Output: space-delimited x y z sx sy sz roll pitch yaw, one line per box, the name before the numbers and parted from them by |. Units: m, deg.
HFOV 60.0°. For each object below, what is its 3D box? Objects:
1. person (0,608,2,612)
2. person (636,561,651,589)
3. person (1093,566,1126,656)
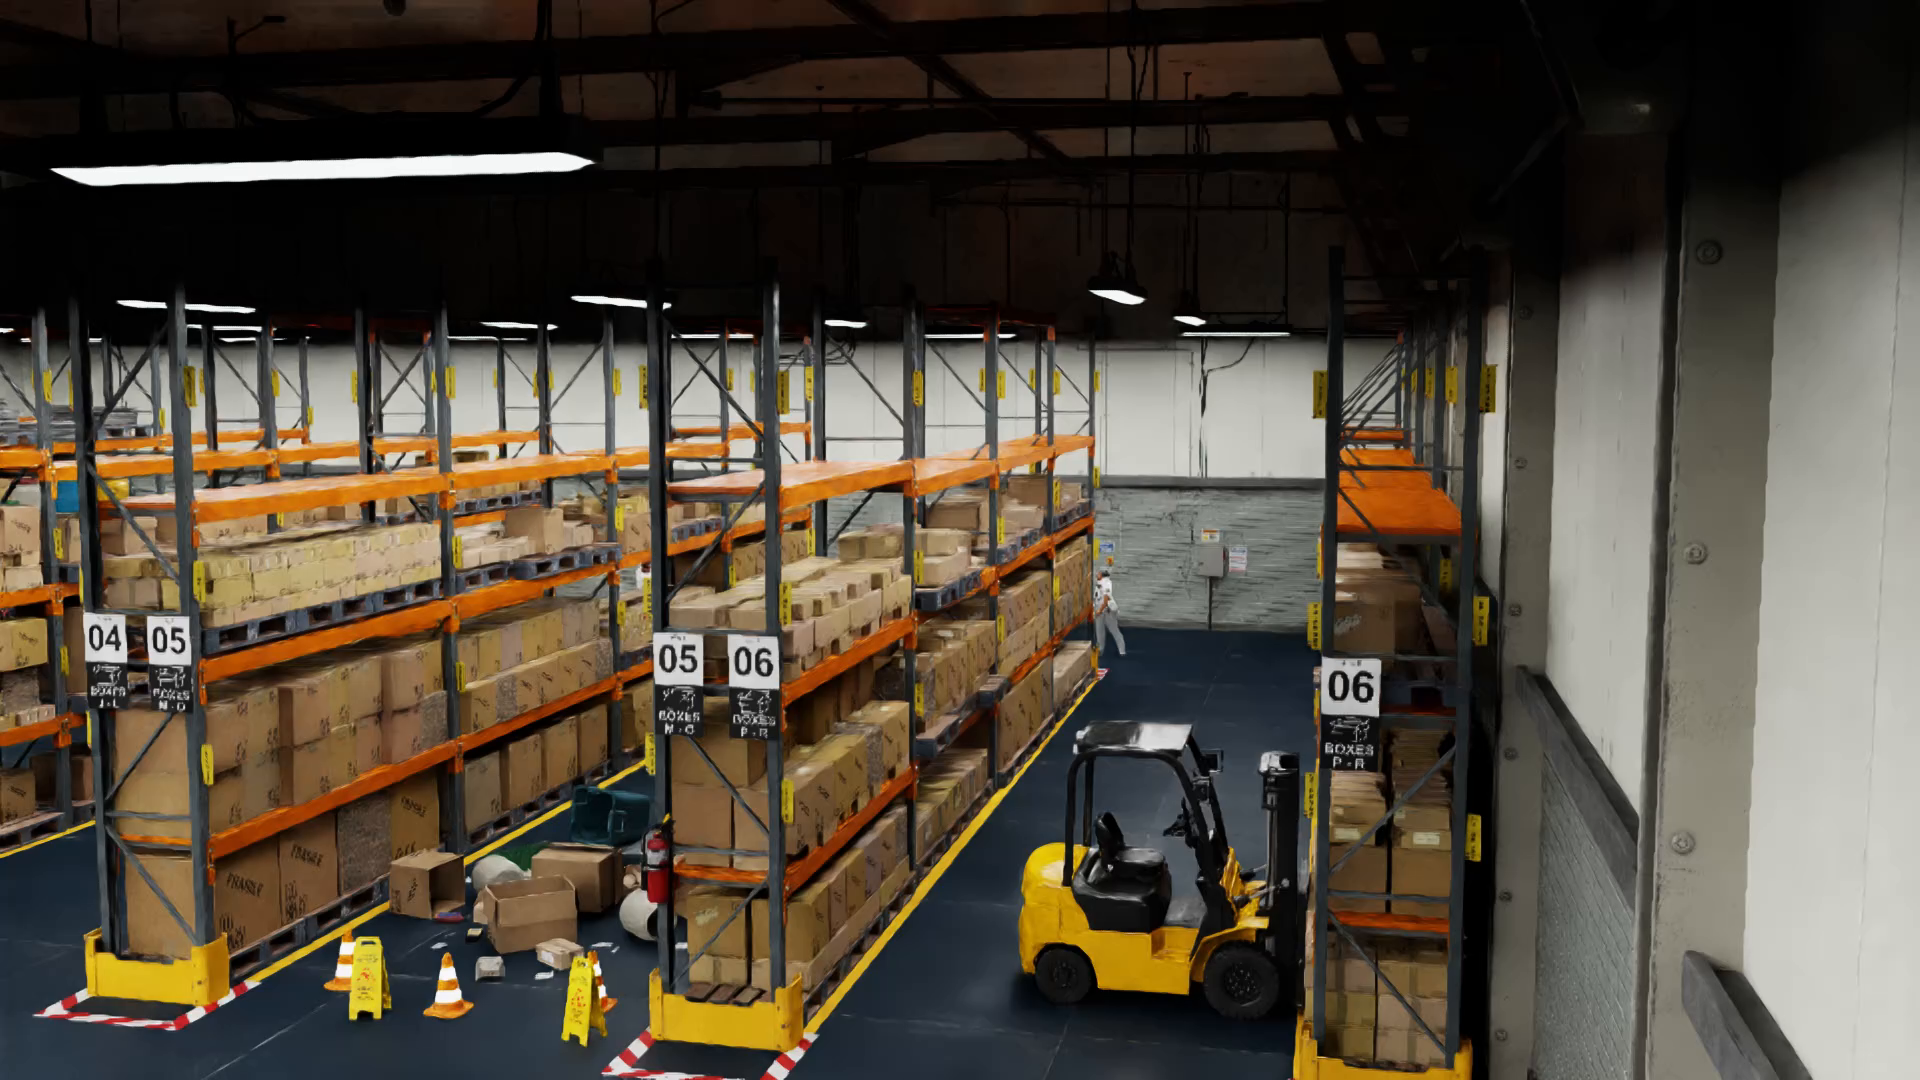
person | -15.393 1.606 26.290 0.586 1.785 0.670 4 7 31
person | -5.956 1.100 31.787 0.589 1.716 1.038 1 6 12
person | 2.681 1.291 30.238 0.676 1.650 0.517 -1 6 -14
